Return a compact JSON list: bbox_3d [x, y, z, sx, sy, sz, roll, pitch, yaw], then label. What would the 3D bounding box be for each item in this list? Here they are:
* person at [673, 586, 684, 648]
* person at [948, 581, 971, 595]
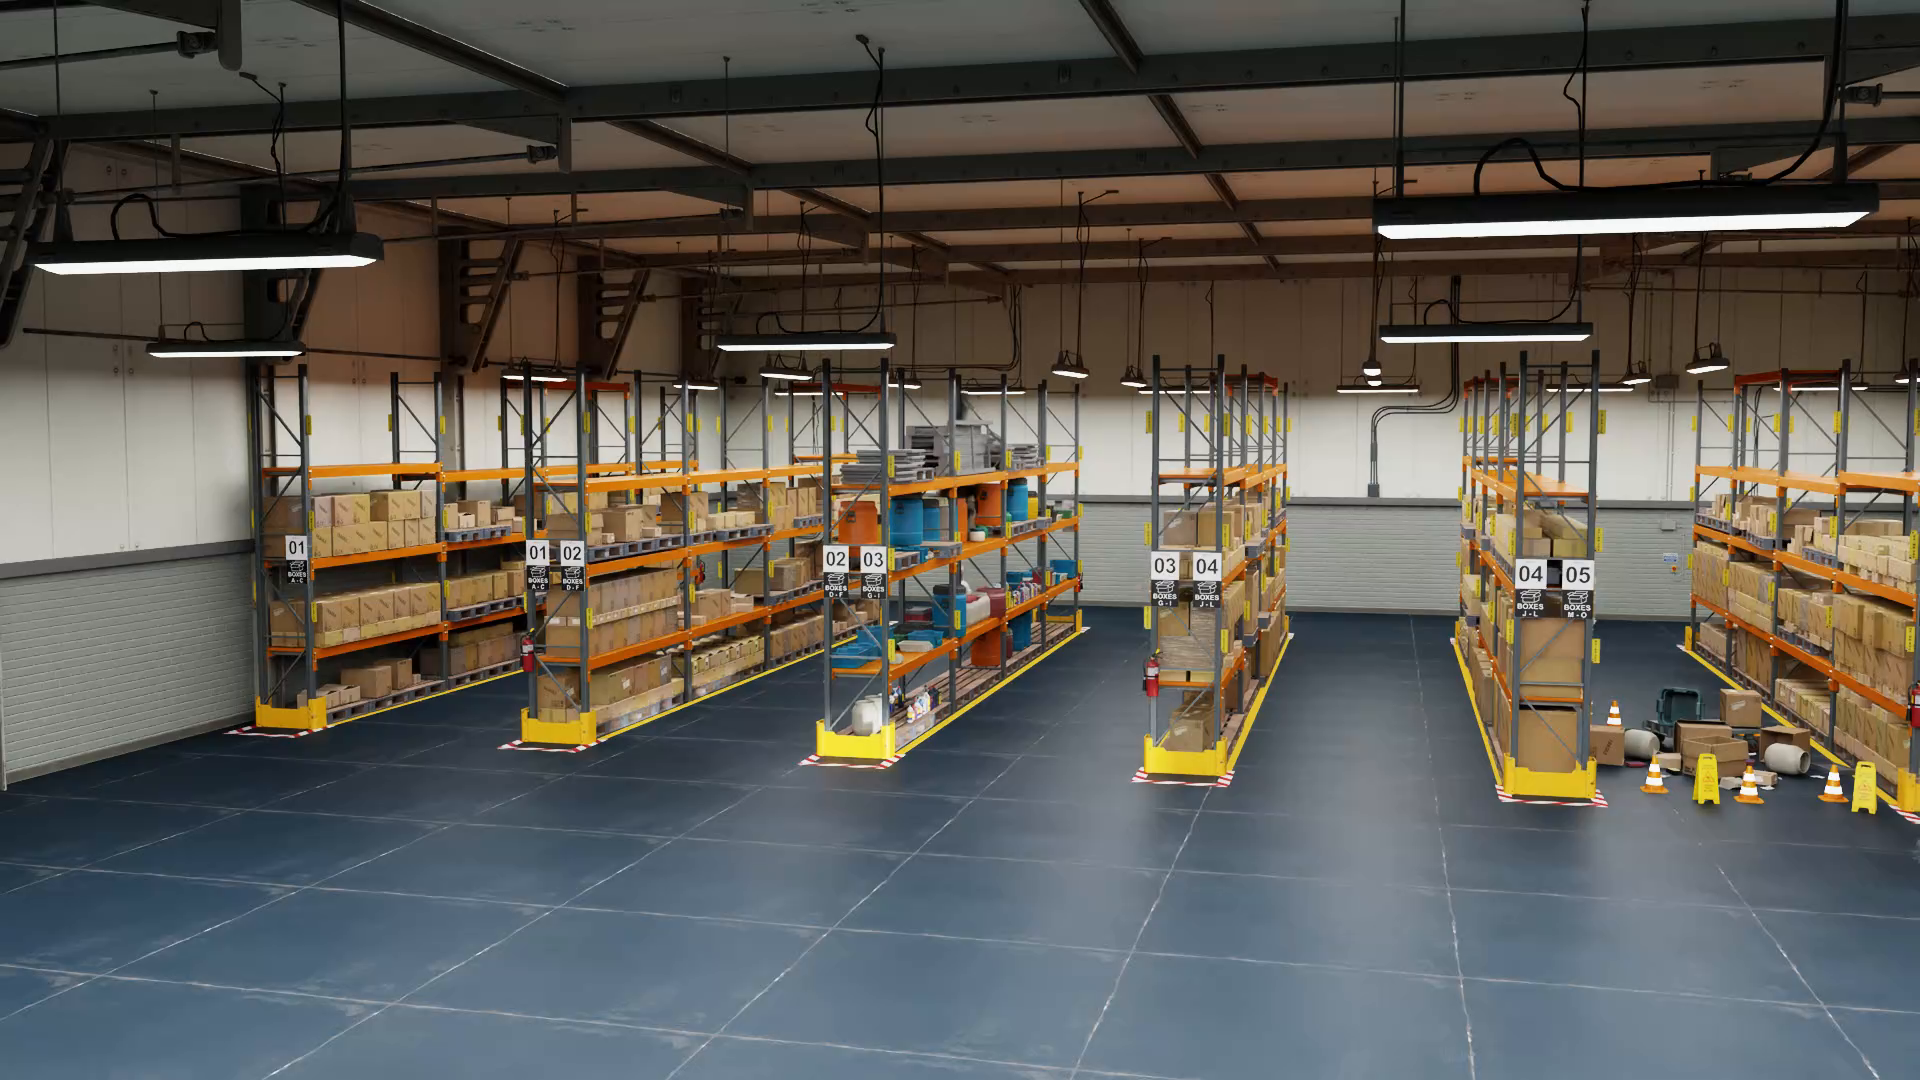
[{"bbox_3d":[-5.816,1.773,34.793,0.615,1.690,0.911,1,4,10],"label":"person"},{"bbox_3d":[-0.085,1.532,37.701,0.671,1.753,0.663,1,4,18],"label":"person"}]
